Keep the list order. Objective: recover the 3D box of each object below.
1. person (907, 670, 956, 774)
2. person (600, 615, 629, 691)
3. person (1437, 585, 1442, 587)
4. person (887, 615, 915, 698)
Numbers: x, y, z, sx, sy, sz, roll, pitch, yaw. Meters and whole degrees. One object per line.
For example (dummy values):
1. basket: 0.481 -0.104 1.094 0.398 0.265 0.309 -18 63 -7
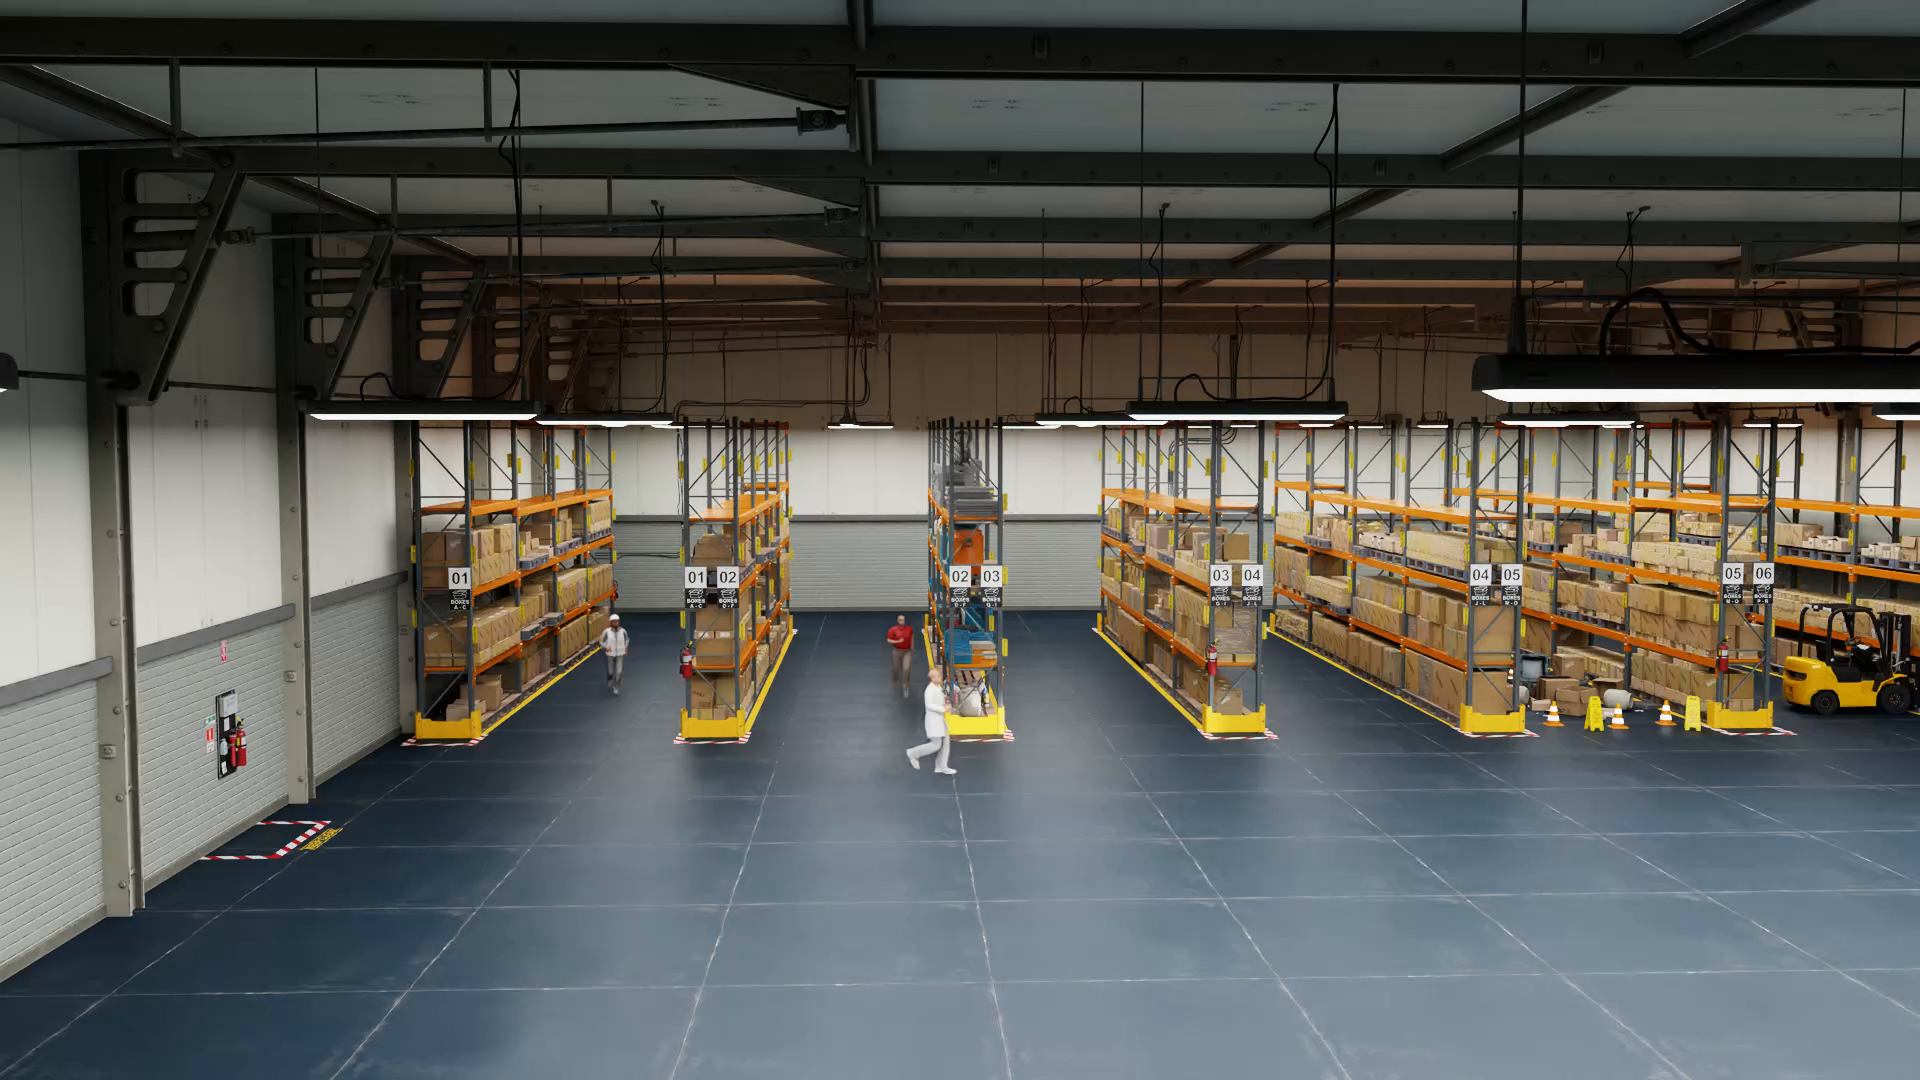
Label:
1. person: -0.467 3.032 27.764 0.835 1.745 0.712 1 4 10
2. person: -7.520 2.462 36.278 0.654 1.675 0.607 -1 4 -21
3. person: 14.384 1.804 49.505 0.598 1.370 0.506 -1 4 -16
4. person: -1.281 2.489 36.013 0.650 1.747 0.959 -1 4 -13
